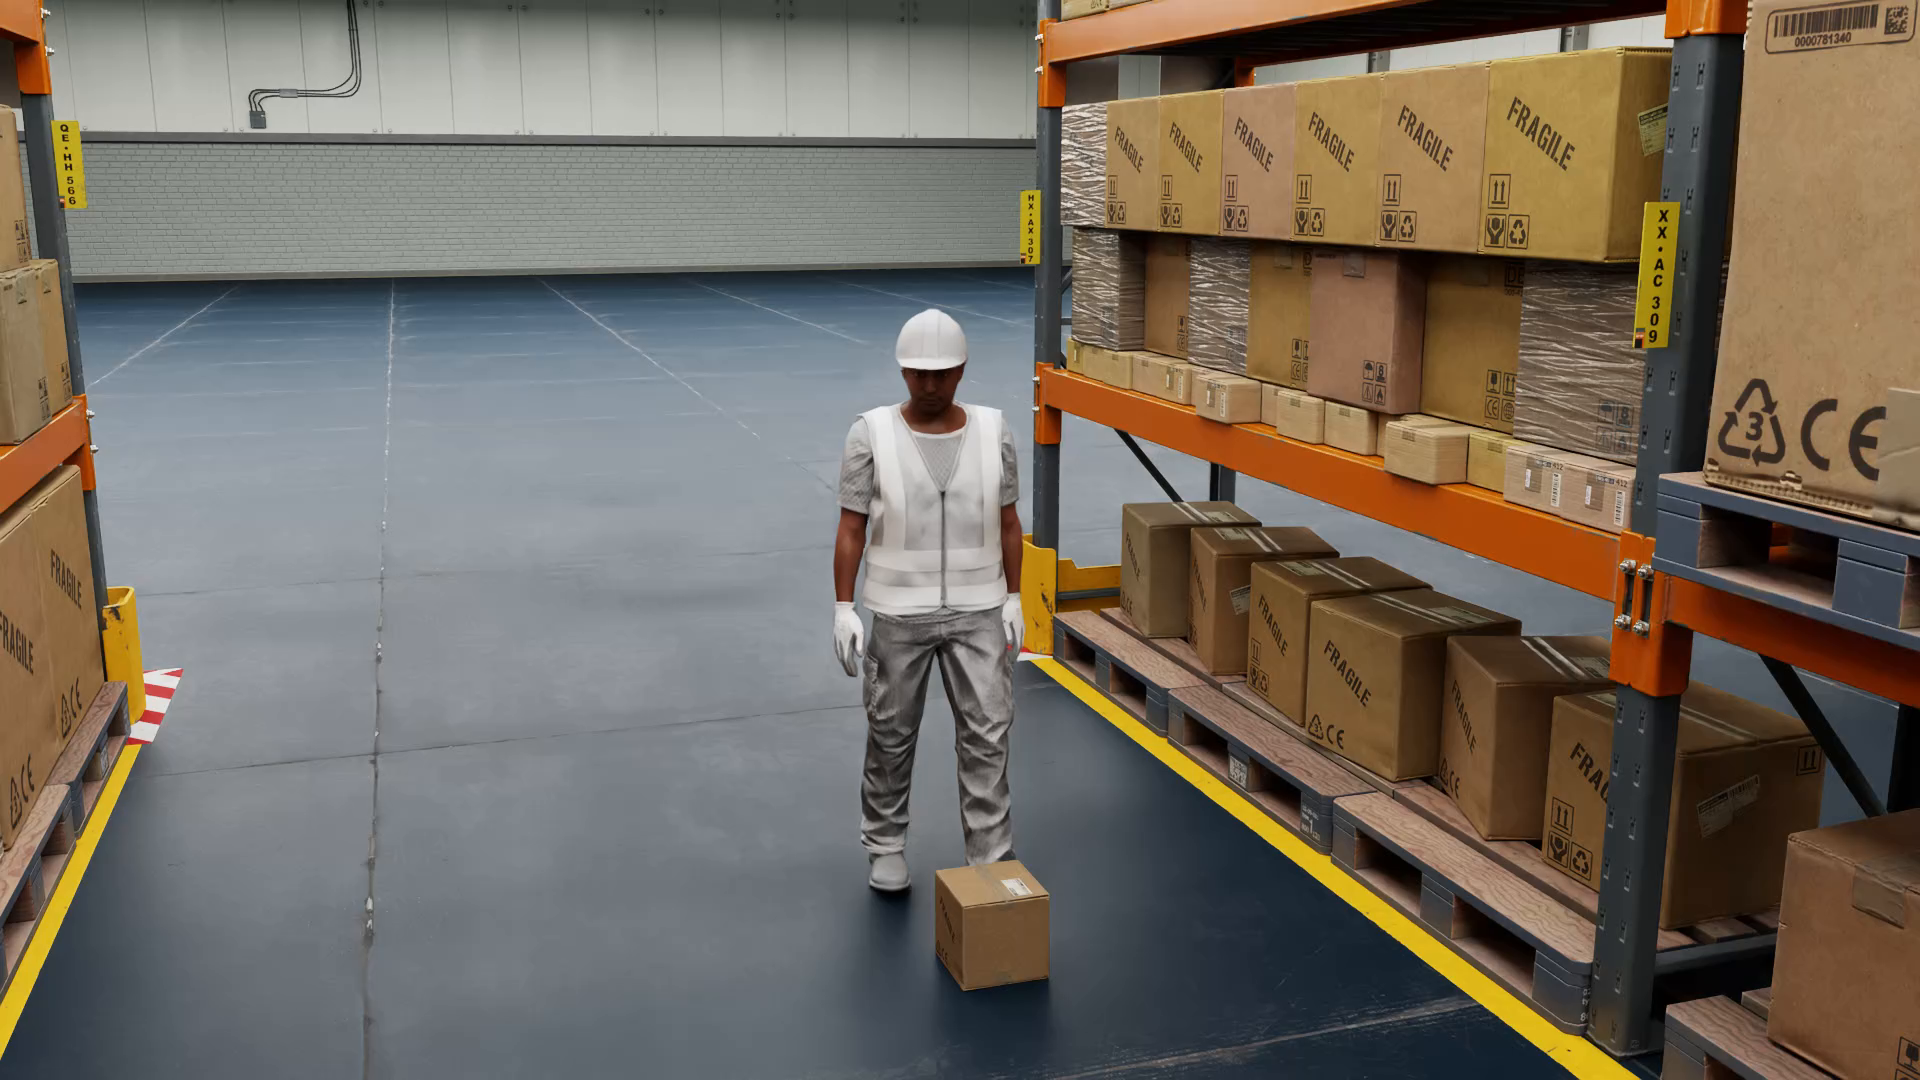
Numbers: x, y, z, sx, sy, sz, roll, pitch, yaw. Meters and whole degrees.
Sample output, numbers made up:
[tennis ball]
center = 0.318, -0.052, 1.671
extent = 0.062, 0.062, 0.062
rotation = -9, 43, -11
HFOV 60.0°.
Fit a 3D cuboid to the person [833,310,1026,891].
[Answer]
[person]
center = -0.065, 0.233, 4.839
extent = 0.590, 1.780, 0.691
rotation = -3, 13, -12
